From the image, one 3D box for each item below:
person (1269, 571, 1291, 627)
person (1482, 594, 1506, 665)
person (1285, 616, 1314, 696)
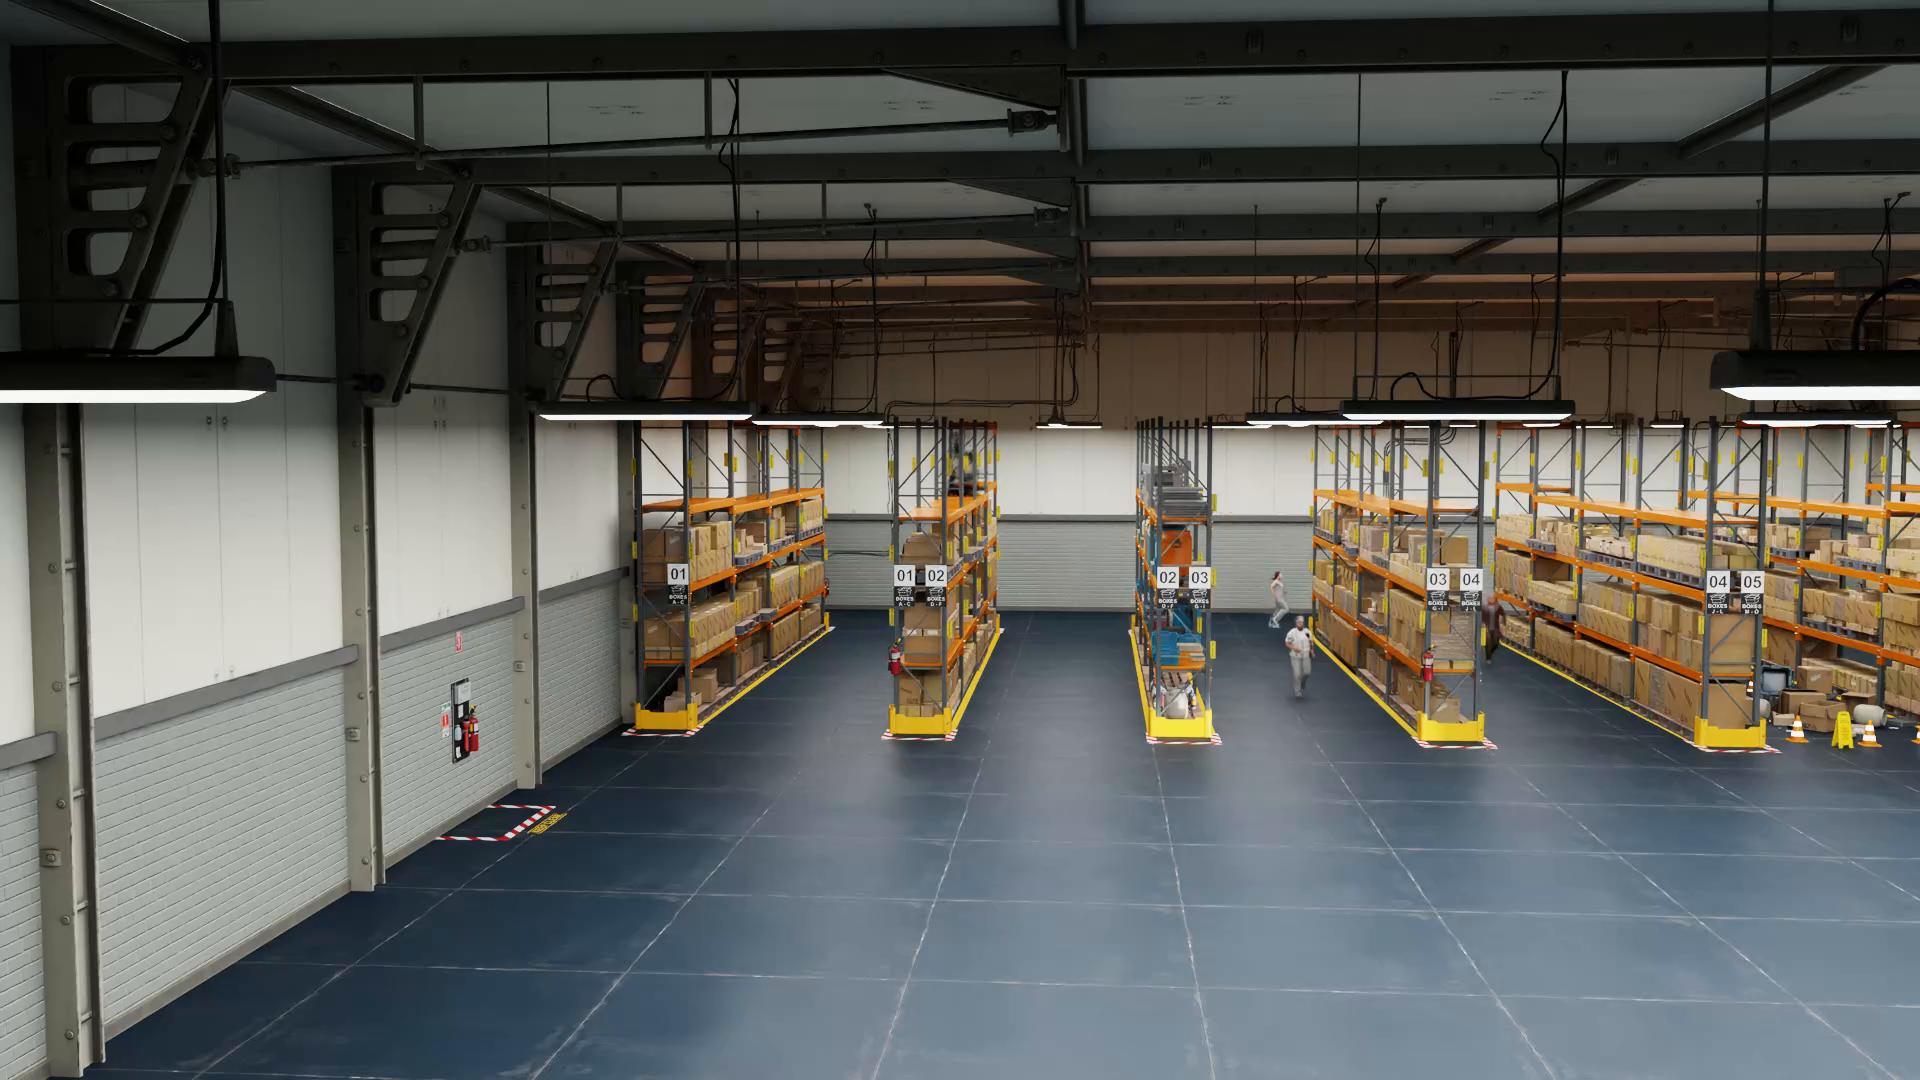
[{"bbox_3d":[9.305,1.731,48.397,0.628,1.635,0.545,1,4,18],"label":"person"},{"bbox_3d":[13.058,2.191,40.913,0.746,1.737,0.658,0,4,5],"label":"person"},{"bbox_3d":[7.377,2.508,35.958,0.658,1.743,0.565,0,4,-3],"label":"person"}]
